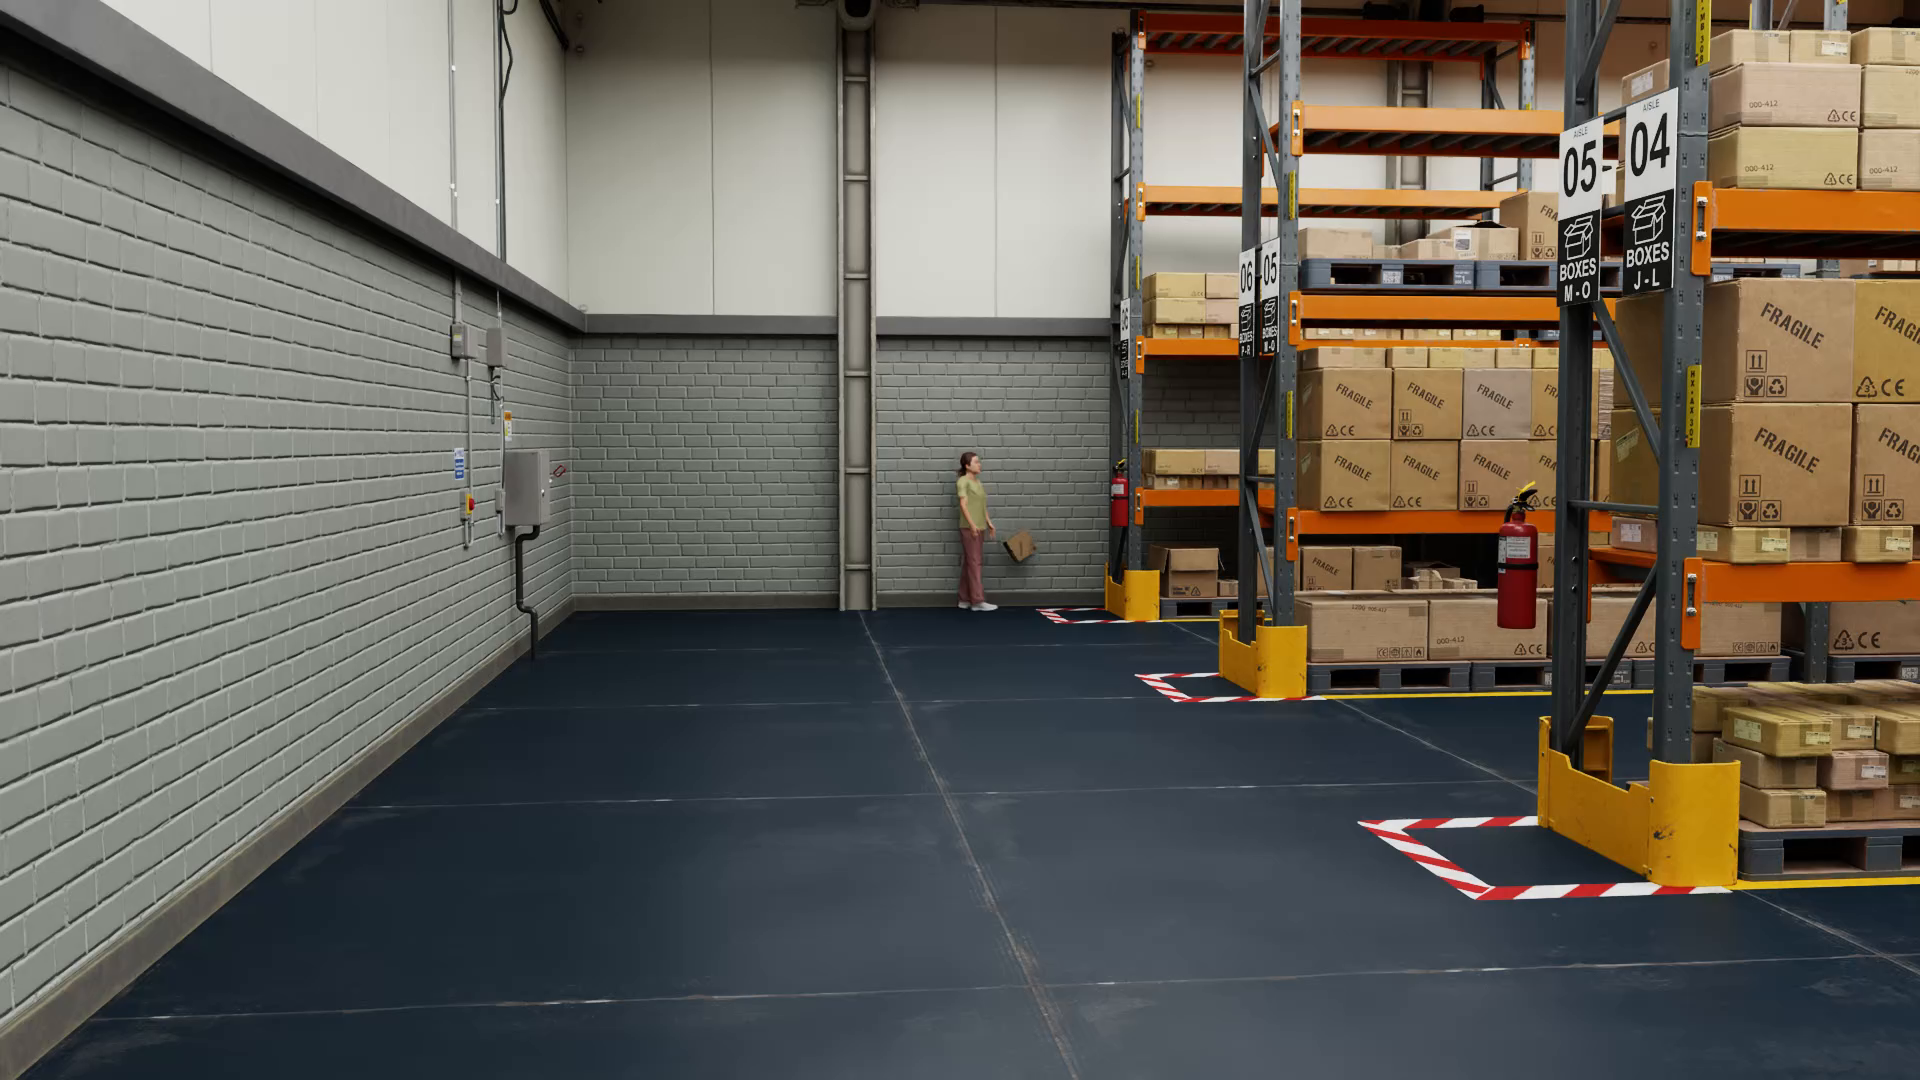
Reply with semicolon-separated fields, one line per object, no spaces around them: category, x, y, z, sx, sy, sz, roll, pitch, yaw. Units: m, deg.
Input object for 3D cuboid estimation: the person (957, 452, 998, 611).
person;0.207;-0.098;17.548;0.559;1.665;0.514;2;4;25
